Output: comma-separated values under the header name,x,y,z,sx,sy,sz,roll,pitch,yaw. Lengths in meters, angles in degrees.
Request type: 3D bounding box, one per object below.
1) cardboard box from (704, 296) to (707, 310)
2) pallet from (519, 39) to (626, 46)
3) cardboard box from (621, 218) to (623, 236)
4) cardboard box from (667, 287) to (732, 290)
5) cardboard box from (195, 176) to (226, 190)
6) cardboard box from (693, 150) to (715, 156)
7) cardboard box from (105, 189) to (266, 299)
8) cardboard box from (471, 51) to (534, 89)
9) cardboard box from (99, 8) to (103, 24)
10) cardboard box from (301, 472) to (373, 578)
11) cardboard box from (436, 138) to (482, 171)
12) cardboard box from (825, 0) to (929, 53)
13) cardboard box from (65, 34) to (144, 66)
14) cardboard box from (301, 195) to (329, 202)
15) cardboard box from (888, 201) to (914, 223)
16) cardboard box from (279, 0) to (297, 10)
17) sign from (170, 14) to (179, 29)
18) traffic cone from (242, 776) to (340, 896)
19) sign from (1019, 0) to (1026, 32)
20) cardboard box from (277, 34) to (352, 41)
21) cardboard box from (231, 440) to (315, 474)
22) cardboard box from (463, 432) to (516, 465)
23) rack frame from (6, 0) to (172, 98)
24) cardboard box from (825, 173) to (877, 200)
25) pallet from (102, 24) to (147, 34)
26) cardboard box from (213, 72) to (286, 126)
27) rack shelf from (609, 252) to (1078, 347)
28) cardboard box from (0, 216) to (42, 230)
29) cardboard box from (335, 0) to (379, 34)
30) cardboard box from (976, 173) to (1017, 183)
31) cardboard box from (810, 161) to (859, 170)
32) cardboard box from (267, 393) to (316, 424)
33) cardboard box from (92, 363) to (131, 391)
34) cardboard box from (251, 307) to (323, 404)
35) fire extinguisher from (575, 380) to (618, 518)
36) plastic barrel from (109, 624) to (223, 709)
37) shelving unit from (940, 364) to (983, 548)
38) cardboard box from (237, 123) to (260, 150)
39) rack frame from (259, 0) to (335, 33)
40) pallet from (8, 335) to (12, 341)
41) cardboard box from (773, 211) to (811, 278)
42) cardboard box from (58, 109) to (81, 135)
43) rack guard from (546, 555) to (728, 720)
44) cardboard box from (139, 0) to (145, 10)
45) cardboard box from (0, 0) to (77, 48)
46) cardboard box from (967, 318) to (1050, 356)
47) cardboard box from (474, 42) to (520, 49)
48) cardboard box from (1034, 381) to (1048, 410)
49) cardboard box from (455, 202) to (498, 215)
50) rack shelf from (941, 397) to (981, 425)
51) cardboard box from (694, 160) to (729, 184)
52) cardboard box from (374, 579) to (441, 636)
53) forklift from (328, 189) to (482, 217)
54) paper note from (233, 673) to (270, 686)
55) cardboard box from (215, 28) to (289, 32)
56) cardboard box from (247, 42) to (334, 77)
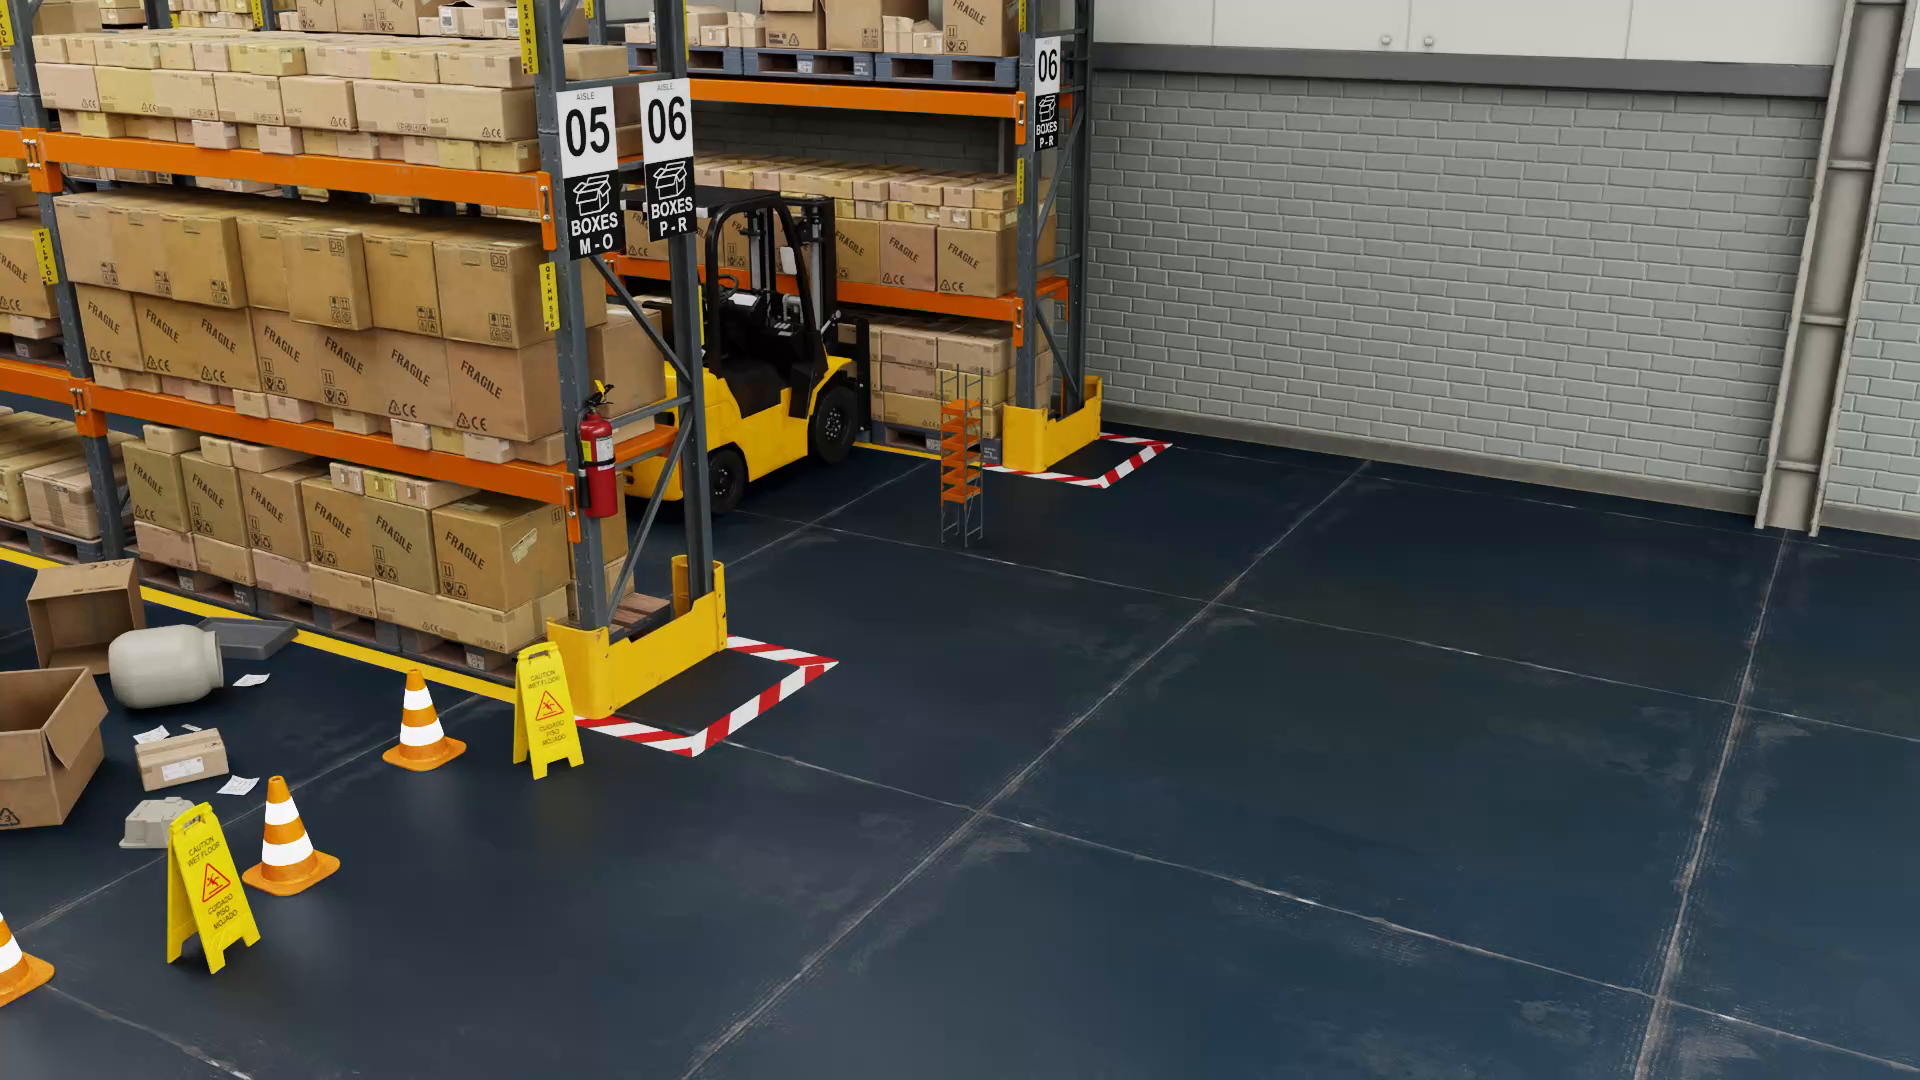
name,x,y,z,sx,sy,sz,roll,pitch,yaw
cardboard box,-2.061,-1.902,14.160,0.500,0.250,0.500,11,23,27
pallet,-3.548,-4.252,14.570,1.217,0.209,0.805,10,22,25
cardboard box,-3.339,-2.724,14.697,0.500,0.250,0.500,11,23,29
cardboard box,-2.248,-2.140,14.815,0.500,0.250,0.500,11,23,28
cardboard box,-7.343,-3.660,16.661,0.500,0.250,0.500,10,22,25
cardboard box,-2.346,-3.318,14.578,0.250,0.149,0.380,11,23,27
cardboard box,-4.475,-1.738,9.710,0.500,0.500,0.700,11,23,28
cardboard box,-2.136,-2.281,8.054,0.250,0.149,0.380,11,23,28
cardboard box,-8.579,-5.274,16.712,0.250,0.149,0.380,11,23,29
cardboard box,-3.418,-0.130,9.642,0.500,0.500,0.500,10,22,26
cardboard box,-2.378,-1.945,8.298,0.250,0.149,0.380,11,23,28
cardboard box,-0.630,-4.026,12.758,0.500,0.500,0.700,11,23,28
cardboard box,-4.832,-2.793,9.467,0.250,0.149,0.380,12,23,29
cardboard box,-5.995,-3.237,16.110,0.500,0.250,0.500,11,23,27
cardboard box,-0.364,-2.590,13.007,0.250,0.149,0.380,11,22,27
cardboard box,-6.450,-5.265,16.280,0.250,0.149,0.380,10,22,25
sign,-4.931,-3.127,10.429,0.005,0.325,0.100,11,23,27
traffic cone,-2.946,1.247,7.250,0.334,0.463,0.336,11,23,27
sign,0.444,-3.754,11.733,0.005,0.325,0.100,11,23,27
cardboard box,-3.640,-2.794,9.469,0.250,0.149,0.380,11,23,28
cardboard box,-4.040,-0.527,9.785,0.250,0.149,0.380,12,23,30
cardboard box,-2.403,-0.535,8.810,0.250,0.149,0.380,10,22,27
rack frame,-5.189,-4.131,9.557,0.127,3.000,1.000,11,23,27
cardboard box,-0.858,-2.795,13.137,0.250,0.149,0.380,11,23,28
pallet,-8.314,-5.140,17.014,1.003,0.211,1.213,11,23,27
cardboard box,-3.611,-2.382,8.918,0.500,0.250,0.500,11,23,28
rack shelf,-1.026,-2.118,13.861,4.000,0.370,1.077,11,23,27
cardboard box,-6.138,-1.786,10.690,0.500,0.500,0.500,11,23,28
cardboard box,-5.261,-4.909,15.190,0.500,0.500,0.700,10,22,26
cardboard box,0.330,-2.798,13.145,0.250,0.149,0.380,12,23,29
cardboard box,-1.037,-3.044,13.823,0.250,0.149,0.380,12,23,29
cardboard box,-3.725,-0.796,9.528,0.250,0.149,0.380,11,23,27
cardboard box,-5.070,-1.045,10.215,0.250,0.149,0.380,11,23,27
cardboard box,-3.608,-1.099,9.414,0.500,0.500,0.500,11,23,28
fire extinguisher,-1.822,-0.453,8.328,0.183,0.674,0.296,11,23,27
plastic barrel,-4.239,0.673,8.890,0.512,0.421,0.421,-7,21,-20
shelving unit,0.013,-0.562,11.154,0.189,1.200,0.258,11,23,27
cardboard box,-3.688,-2.221,9.058,0.250,0.149,0.380,11,23,28
rack frame,-6.264,-6.274,15.466,0.127,3.000,1.000,11,23,27
pallet,-6.933,-1.569,11.572,1.213,0.211,1.003,11,23,27
cardboard box,-1.177,-2.429,13.516,0.500,0.500,0.500,11,23,28
cardboard box,-5.035,-2.477,9.763,0.250,0.149,0.380,10,22,26
rack guard,-1.763,0.517,9.207,0.348,0.500,1.175,11,23,27
cardboard box,-7.841,-5.306,16.394,0.250,0.149,0.380,11,23,27
cardboard box,-5.757,-3.141,10.098,0.500,0.250,0.500,11,23,29
cardboard box,0.393,-1.635,13.424,0.500,0.250,0.500,10,22,26
cardboard box,-2.324,-2.529,8.739,0.250,0.149,0.380,11,23,27
cardboard box,0.387,-1.169,13.604,0.500,0.250,0.500,11,23,28
cardboard box,-4.221,-3.129,15.080,0.500,0.250,0.500,11,23,28
rack shelf,0.013,-0.858,11.046,0.180,0.103,0.258,11,23,27
cardboard box,-2.139,-3.083,13.932,0.250,0.149,0.380,10,22,26
cardboard box,-2.982,0.307,9.537,0.500,0.250,0.500,11,23,27
forklift,-3.841,-1.906,12.321,3.031,2.935,1.130,16,25,37
paper note,-3.918,0.770,9.197,0.148,0.019,0.142,3,20,9
cardboard box,-6.830,-4.807,16.039,0.500,0.250,0.500,10,22,26
cardboard box,-3.491,-2.526,8.729,0.250,0.149,0.380,11,23,29
